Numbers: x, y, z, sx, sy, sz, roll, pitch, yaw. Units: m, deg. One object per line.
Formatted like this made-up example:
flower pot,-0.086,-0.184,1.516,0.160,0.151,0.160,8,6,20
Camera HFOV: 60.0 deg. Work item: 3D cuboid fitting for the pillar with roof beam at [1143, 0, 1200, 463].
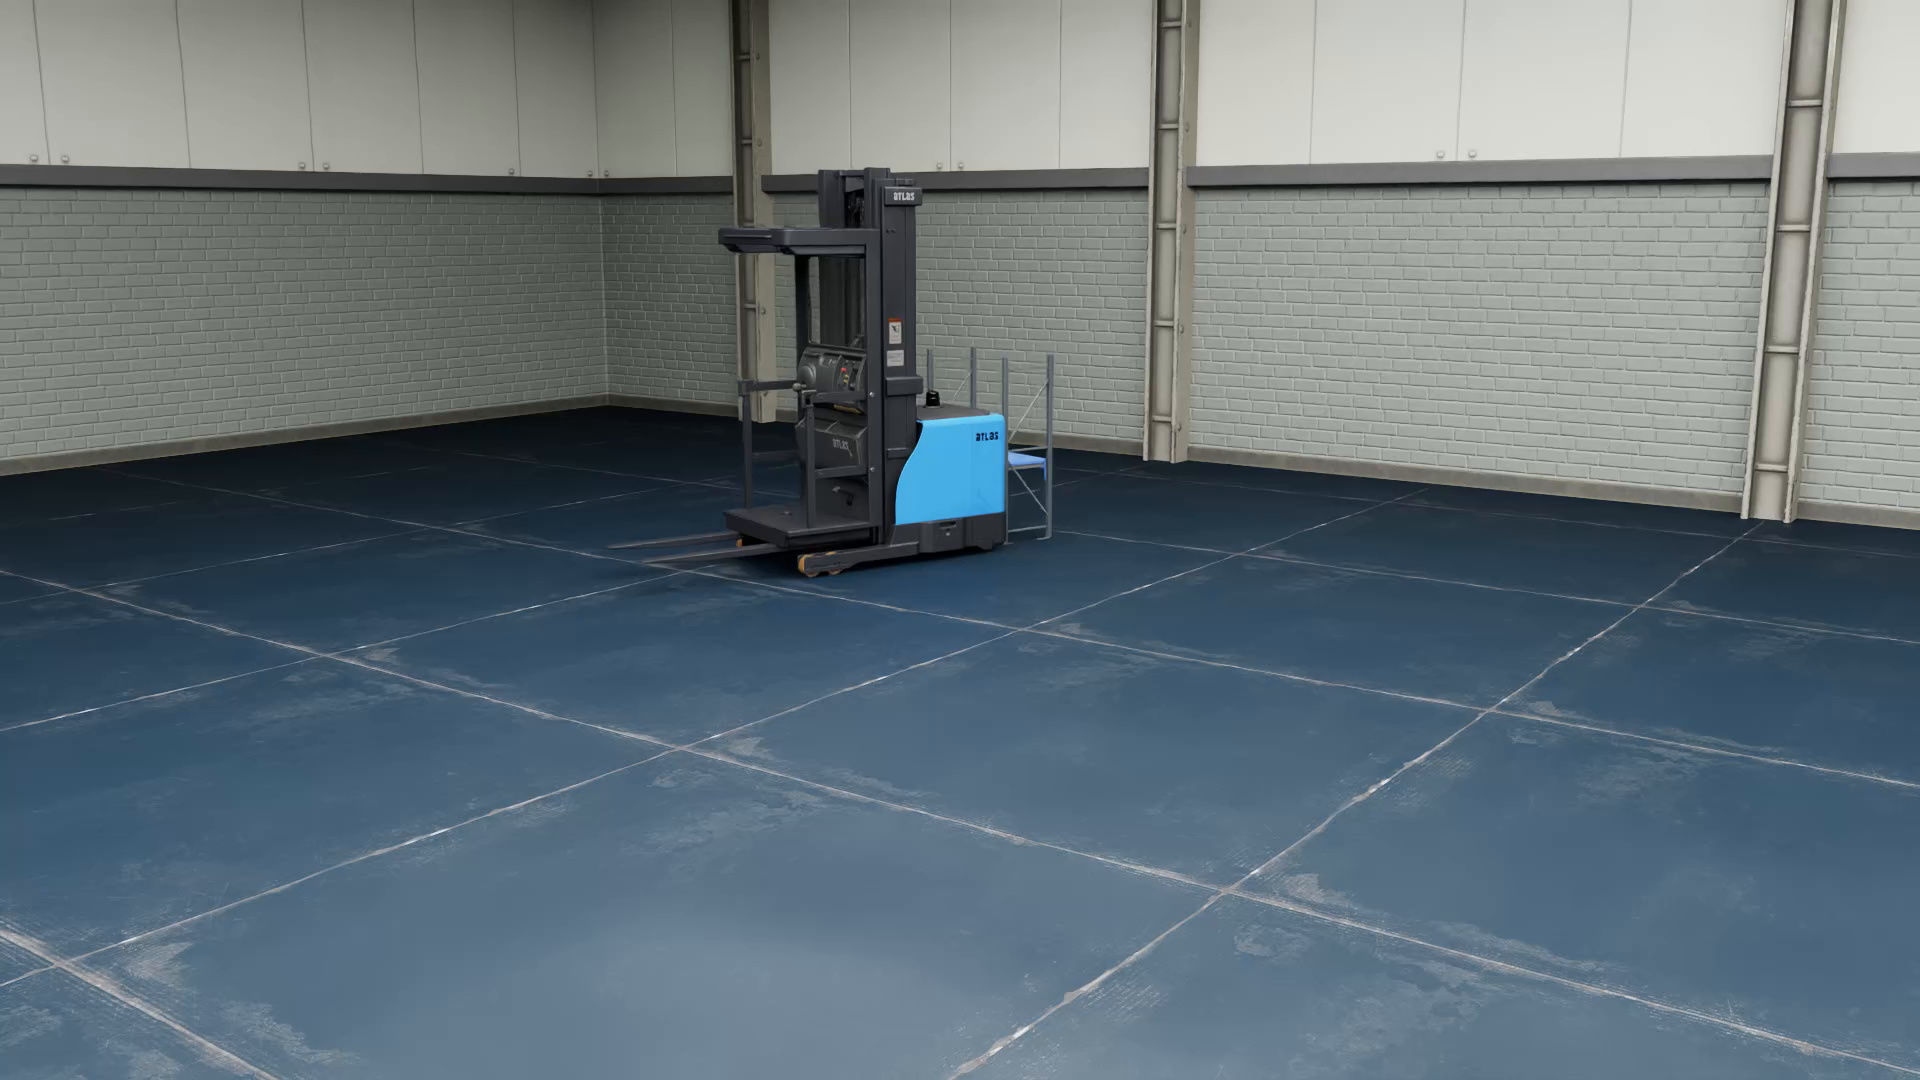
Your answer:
pillar with roof beam,-0.322,-4.626,13.748,0.400,9.000,9.100,8,13,36

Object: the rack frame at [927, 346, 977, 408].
rack frame,-0.068,-0.879,14.126,0.500,1.500,0.032,-8,14,-36

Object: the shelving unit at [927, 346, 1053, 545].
shelving unit,0.236,-0.802,13.726,0.538,1.500,1.048,-8,14,-36

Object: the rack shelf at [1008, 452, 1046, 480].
rack shelf,0.235,-0.625,13.760,0.538,0.185,1.000,-8,14,-36

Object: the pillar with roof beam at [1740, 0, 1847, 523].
pillar with roof beam,4.514,-3.951,10.261,0.400,9.000,9.100,8,13,36

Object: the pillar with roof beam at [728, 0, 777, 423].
pillar with roof beam,-5.158,-5.300,17.234,0.400,9.000,9.100,8,13,36

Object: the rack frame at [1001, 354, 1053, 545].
rack frame,0.539,-0.724,13.325,0.500,1.500,0.032,-8,14,-36

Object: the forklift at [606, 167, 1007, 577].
forklift,-1.140,-1.280,12.429,3.031,2.935,1.130,-7,13,-33
